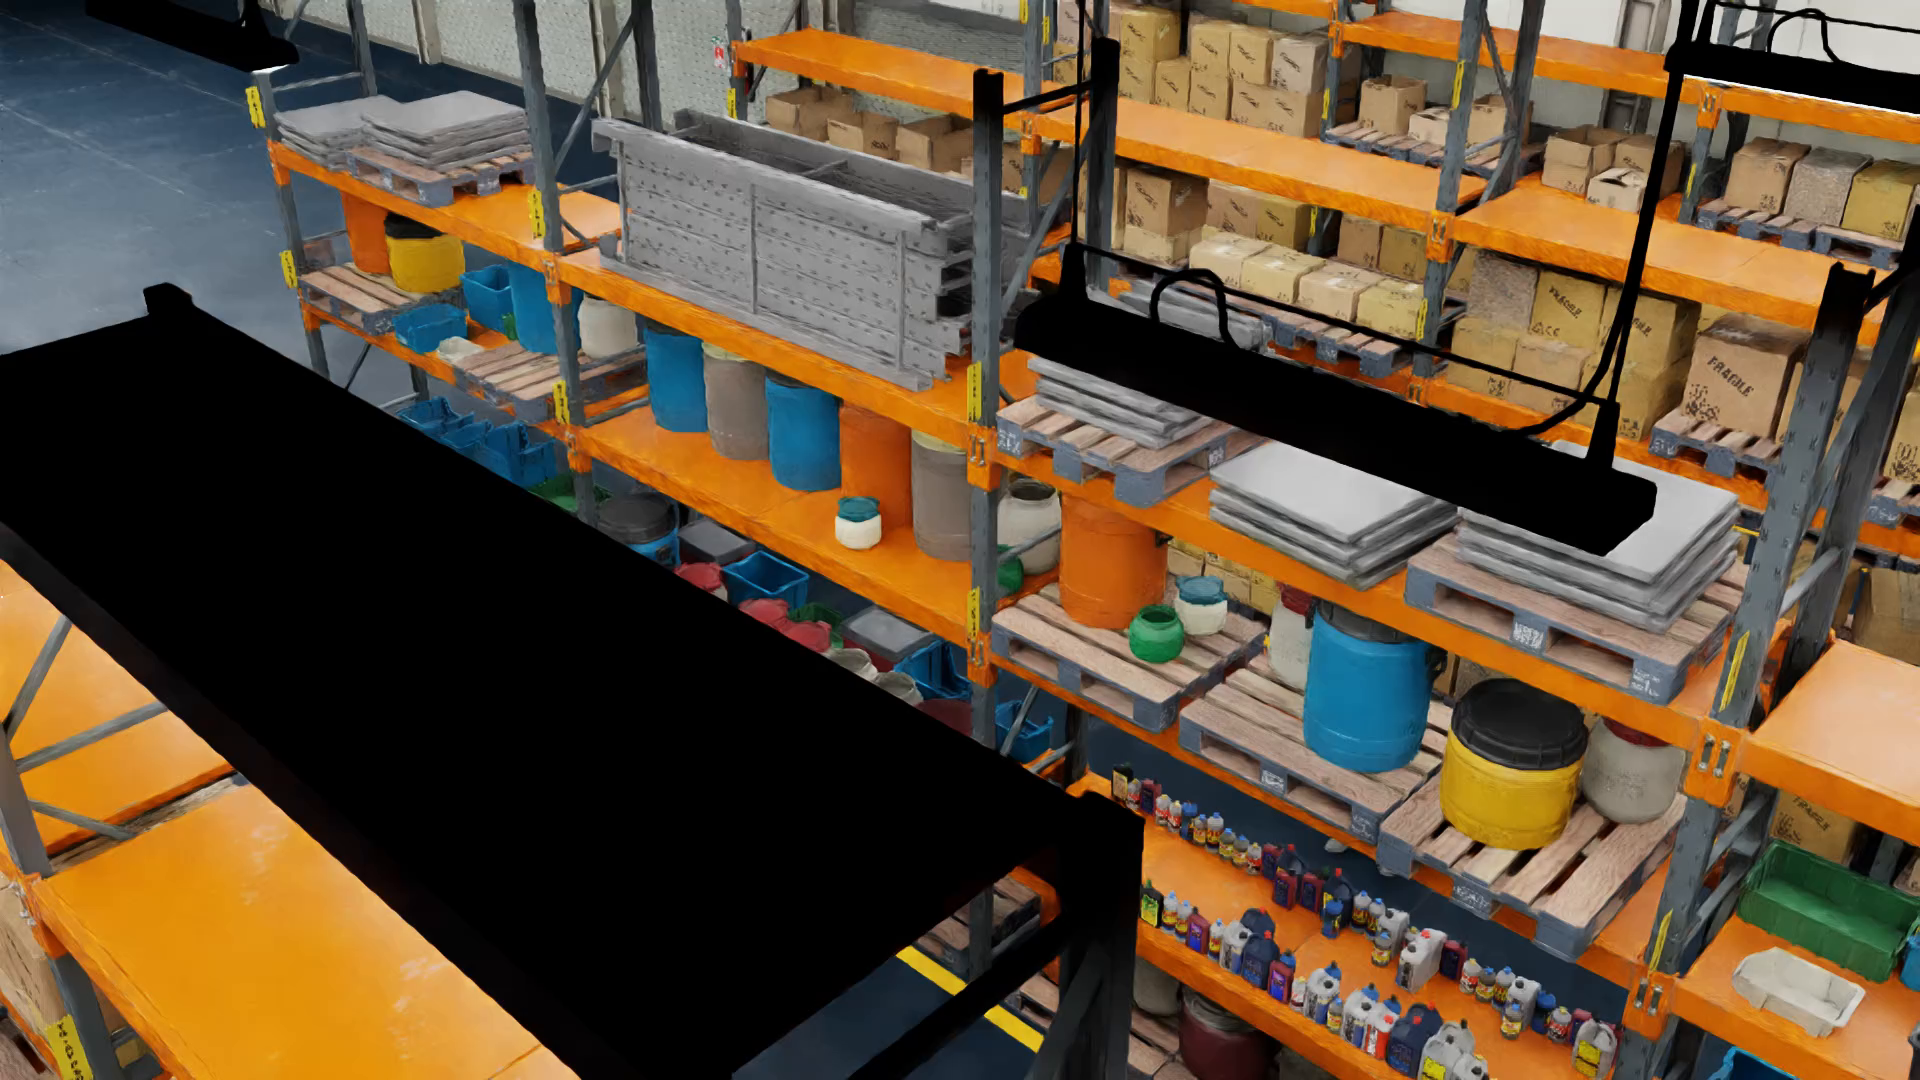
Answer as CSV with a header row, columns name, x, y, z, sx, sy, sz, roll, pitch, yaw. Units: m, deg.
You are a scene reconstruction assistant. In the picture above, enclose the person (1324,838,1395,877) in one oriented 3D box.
name,x,y,z,sx,sy,sz,roll,pitch,yaw
person,2.954,1.533,11.653,0.625,1.794,0.468,9,31,15
